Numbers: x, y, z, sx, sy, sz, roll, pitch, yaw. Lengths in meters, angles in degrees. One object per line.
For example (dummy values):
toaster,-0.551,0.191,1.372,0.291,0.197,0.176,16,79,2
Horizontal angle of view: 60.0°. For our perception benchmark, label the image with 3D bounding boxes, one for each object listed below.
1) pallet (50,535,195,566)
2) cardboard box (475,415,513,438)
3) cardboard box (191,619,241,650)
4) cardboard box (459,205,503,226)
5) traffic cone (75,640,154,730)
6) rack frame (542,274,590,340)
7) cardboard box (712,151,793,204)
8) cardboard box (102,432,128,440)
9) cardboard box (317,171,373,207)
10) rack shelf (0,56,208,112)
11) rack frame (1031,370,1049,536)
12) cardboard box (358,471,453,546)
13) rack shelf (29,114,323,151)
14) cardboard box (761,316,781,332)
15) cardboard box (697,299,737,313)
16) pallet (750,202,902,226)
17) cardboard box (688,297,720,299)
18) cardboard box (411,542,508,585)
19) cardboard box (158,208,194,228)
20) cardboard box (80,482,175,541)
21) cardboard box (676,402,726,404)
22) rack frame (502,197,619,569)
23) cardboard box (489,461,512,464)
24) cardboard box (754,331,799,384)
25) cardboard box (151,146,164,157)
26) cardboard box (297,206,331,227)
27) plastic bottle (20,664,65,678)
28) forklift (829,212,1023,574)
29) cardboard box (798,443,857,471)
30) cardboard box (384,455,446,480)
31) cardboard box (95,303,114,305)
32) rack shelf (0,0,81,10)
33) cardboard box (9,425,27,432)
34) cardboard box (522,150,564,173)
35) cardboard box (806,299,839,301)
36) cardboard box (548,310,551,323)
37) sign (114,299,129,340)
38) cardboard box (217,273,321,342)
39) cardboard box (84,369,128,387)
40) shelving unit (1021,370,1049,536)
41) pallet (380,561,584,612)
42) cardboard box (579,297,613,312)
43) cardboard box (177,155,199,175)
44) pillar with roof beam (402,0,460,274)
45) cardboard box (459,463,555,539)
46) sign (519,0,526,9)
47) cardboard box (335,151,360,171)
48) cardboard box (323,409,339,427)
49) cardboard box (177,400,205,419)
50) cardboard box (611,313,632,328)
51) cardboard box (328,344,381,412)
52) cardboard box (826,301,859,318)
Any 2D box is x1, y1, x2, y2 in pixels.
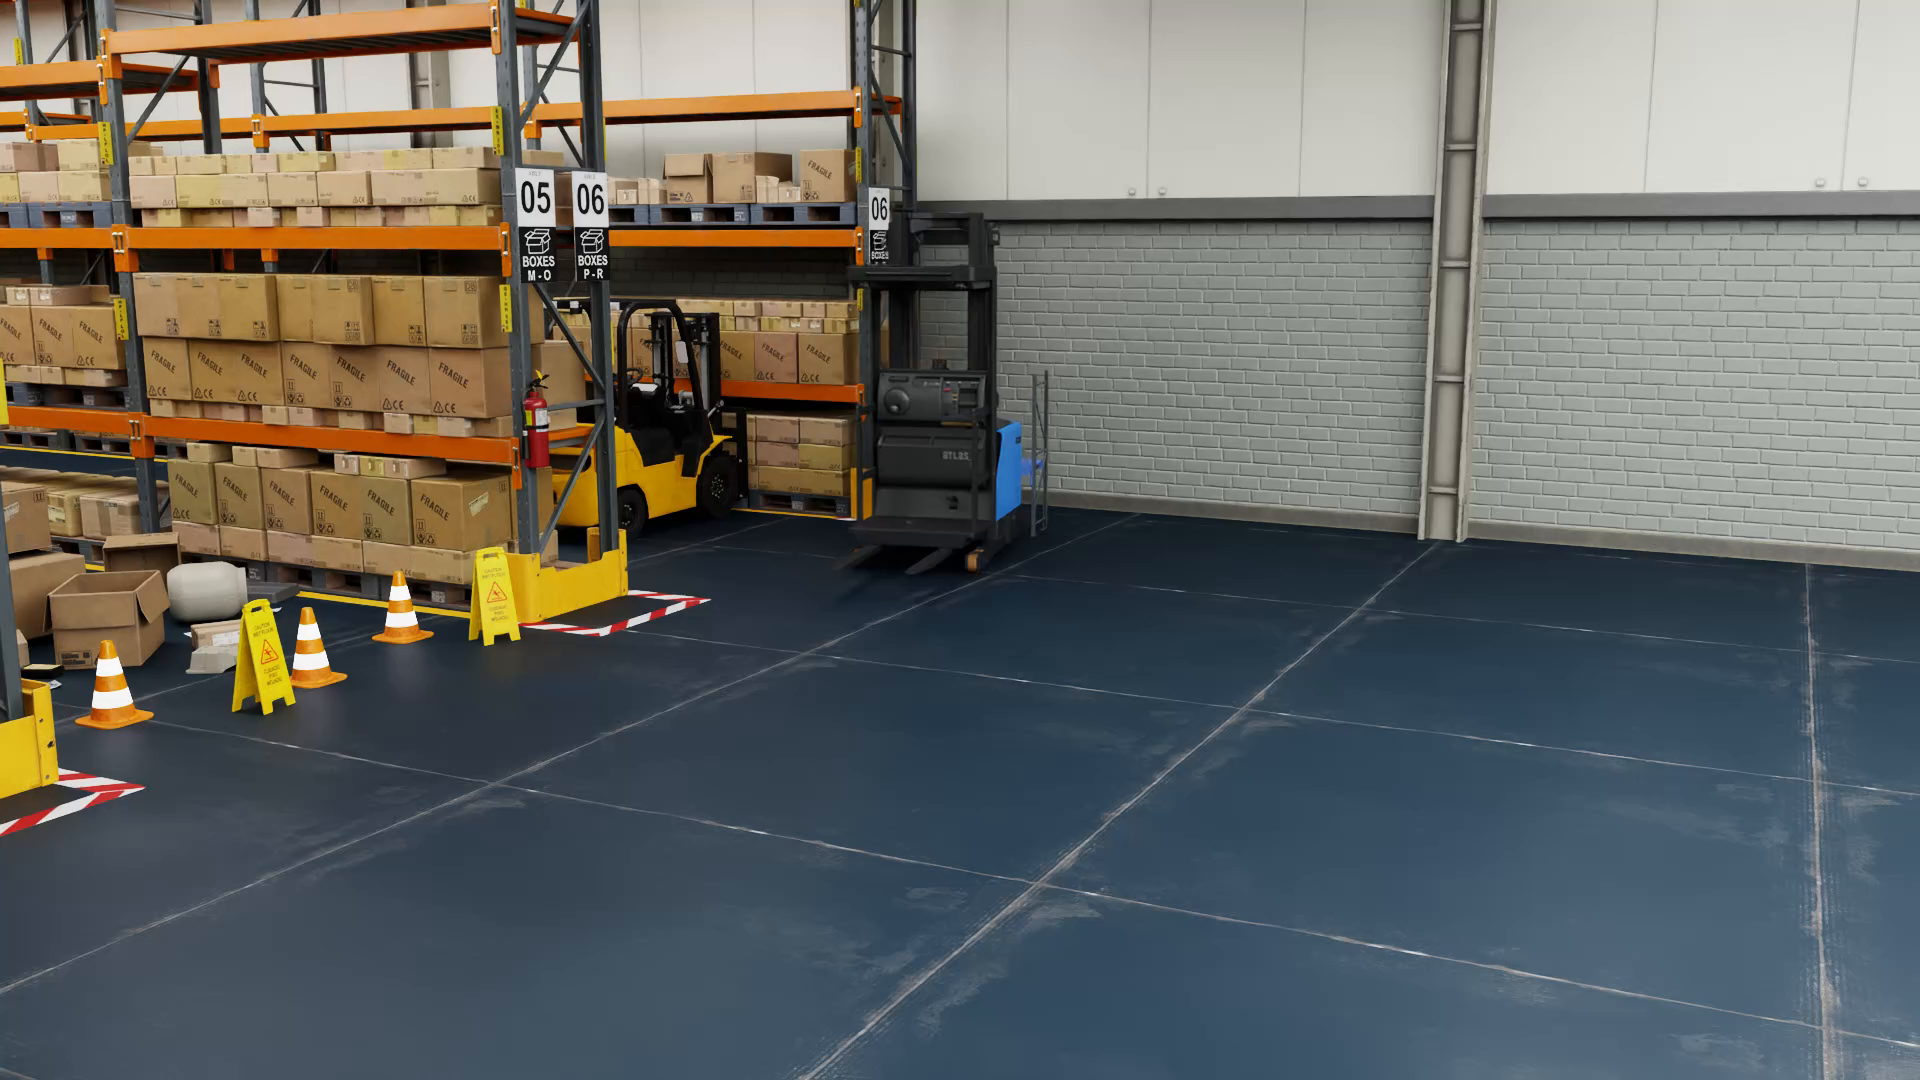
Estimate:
pallet,-7.185,0.021,14.523,1.213,0.211,1.003,5,11,26
cardboard box,-3.329,-0.847,12.192,0.250,0.149,0.380,5,12,28
cardboard box,-4.967,0.647,11.237,0.380,0.149,0.250,-7,12,-33
cardboard box,-3.343,-2.311,11.859,0.250,0.149,0.380,5,11,26
traffic cone,-4.846,0.803,9.494,0.334,0.463,0.336,5,11,26
rack frame,-4.293,-2.083,18.319,0.127,3.000,1.000,5,11,26
cardboard box,-2.085,-3.642,16.767,0.500,0.500,0.700,5,11,26
cardboard box,-10.651,-1.576,21.355,0.500,0.500,0.500,5,11,25
cardboard box,-4.395,-2.601,12.342,0.500,0.250,0.500,5,12,27
rack shelf,-8.280,-3.849,14.374,4.000,0.370,1.077,5,11,26
rack frame,0.747,-0.814,15.516,0.032,1.500,0.500,3,11,16
cardboard box,-4.202,-0.260,12.679,0.500,0.500,0.500,6,12,28
rack shelf,-9.674,-4.957,20.497,4.000,0.370,1.077,5,11,26
cardboard box,-1.806,-2.186,16.785,0.250,0.149,0.380,5,11,25
cardboard box,-2.499,-2.397,17.117,0.250,0.149,0.380,5,11,27
pallet,-1.329,-3.261,16.649,1.213,0.211,1.003,5,11,26
cardboard box,-2.739,-2.515,17.768,0.250,0.149,0.380,5,11,25
cardboard box,-3.764,0.149,12.528,0.500,0.250,0.500,5,11,26
cardboard box,-6.106,-2.549,13.175,0.250,0.149,0.380,5,11,26
cardboard box,-6.957,-0.245,14.360,0.625,0.372,0.950,5,11,27
cardboard box,-2.857,-1.342,17.955,0.500,0.250,0.500,5,11,26
rack frame,-2.899,-0.975,12.196,0.127,3.000,1.000,5,11,26
cardboard box,-4.766,-1.161,18.710,0.625,0.625,0.875,6,12,28
cardboard box,-1.725,-1.857,16.785,0.500,0.500,0.500,5,12,28
cardboard box,-7.284,-3.293,14.418,0.500,0.250,0.500,5,11,25
cardboard box,-4.740,-2.425,12.489,0.250,0.149,0.380,5,11,25
plastic bottle,-5.820,0.827,10.487,0.283,0.061,0.133,1,10,6
forklift,-0.291,-1.245,13.877,1.130,2.935,3.031,3,11,14
cardboard box,-1.281,-0.856,16.677,0.500,0.250,0.500,5,11,25
cardboard box,-4.092,-0.557,12.498,0.250,0.149,0.380,5,12,27
cardboard box,-7.229,-1.815,14.539,0.500,0.500,0.500,5,11,26
rack shelf,-13.261,-7.105,21.907,4.000,0.370,1.077,5,11,26
cardboard box,-12.417,-1.600,22.147,0.258,0.266,0.396,5,12,28
cardboard box,-3.127,-2.781,12.215,0.250,0.149,0.380,5,11,25
cardboard box,-1.375,-2.388,17.065,0.250,0.149,0.380,5,12,27
cardboard box,-4.698,-2.443,18.205,0.250,0.149,0.380,5,12,28
sign,-6.728,-1.771,13.343,0.005,0.325,0.100,5,11,26
cardboard box,-5.301,-1.821,12.946,0.500,0.500,0.700,5,11,25
cardboard box,-7.070,-1.370,13.903,0.250,0.149,0.380,5,11,27
shelving unit,0.260,-0.840,15.661,1.048,1.500,0.538,3,11,16
pallet,-3.680,0.321,12.862,1.213,0.211,1.003,5,11,26
cardboard box,-3.856,-2.522,17.807,0.250,0.149,0.380,5,11,27
cardboard box,-5.869,-2.920,12.986,0.250,0.149,0.380,5,11,24
pillar with roof beam,-8.217,-4.704,15.955,0.400,9.000,9.100,5,11,26
cardboard box,-3.521,-0.307,12.941,0.500,0.500,0.500,5,11,24
sign,-4.522,-5.446,17.211,0.005,0.325,0.100,5,11,26
cardboard box,-4.428,-2.817,12.414,0.250,0.149,0.380,5,11,24
cardboard box,-4.691,-0.970,12.875,0.250,0.149,0.380,5,11,26
cardboard box,-6.096,-1.079,13.475,0.250,0.149,0.380,5,12,27
cardboard box,-3.456,-2.317,17.508,0.250,0.149,0.380,5,12,27
cardboard box,-4.402,-1.250,12.596,0.500,0.500,0.500,5,11,26
cardboard box,-1.120,-2.278,16.454,0.250,0.149,0.380,5,11,26
